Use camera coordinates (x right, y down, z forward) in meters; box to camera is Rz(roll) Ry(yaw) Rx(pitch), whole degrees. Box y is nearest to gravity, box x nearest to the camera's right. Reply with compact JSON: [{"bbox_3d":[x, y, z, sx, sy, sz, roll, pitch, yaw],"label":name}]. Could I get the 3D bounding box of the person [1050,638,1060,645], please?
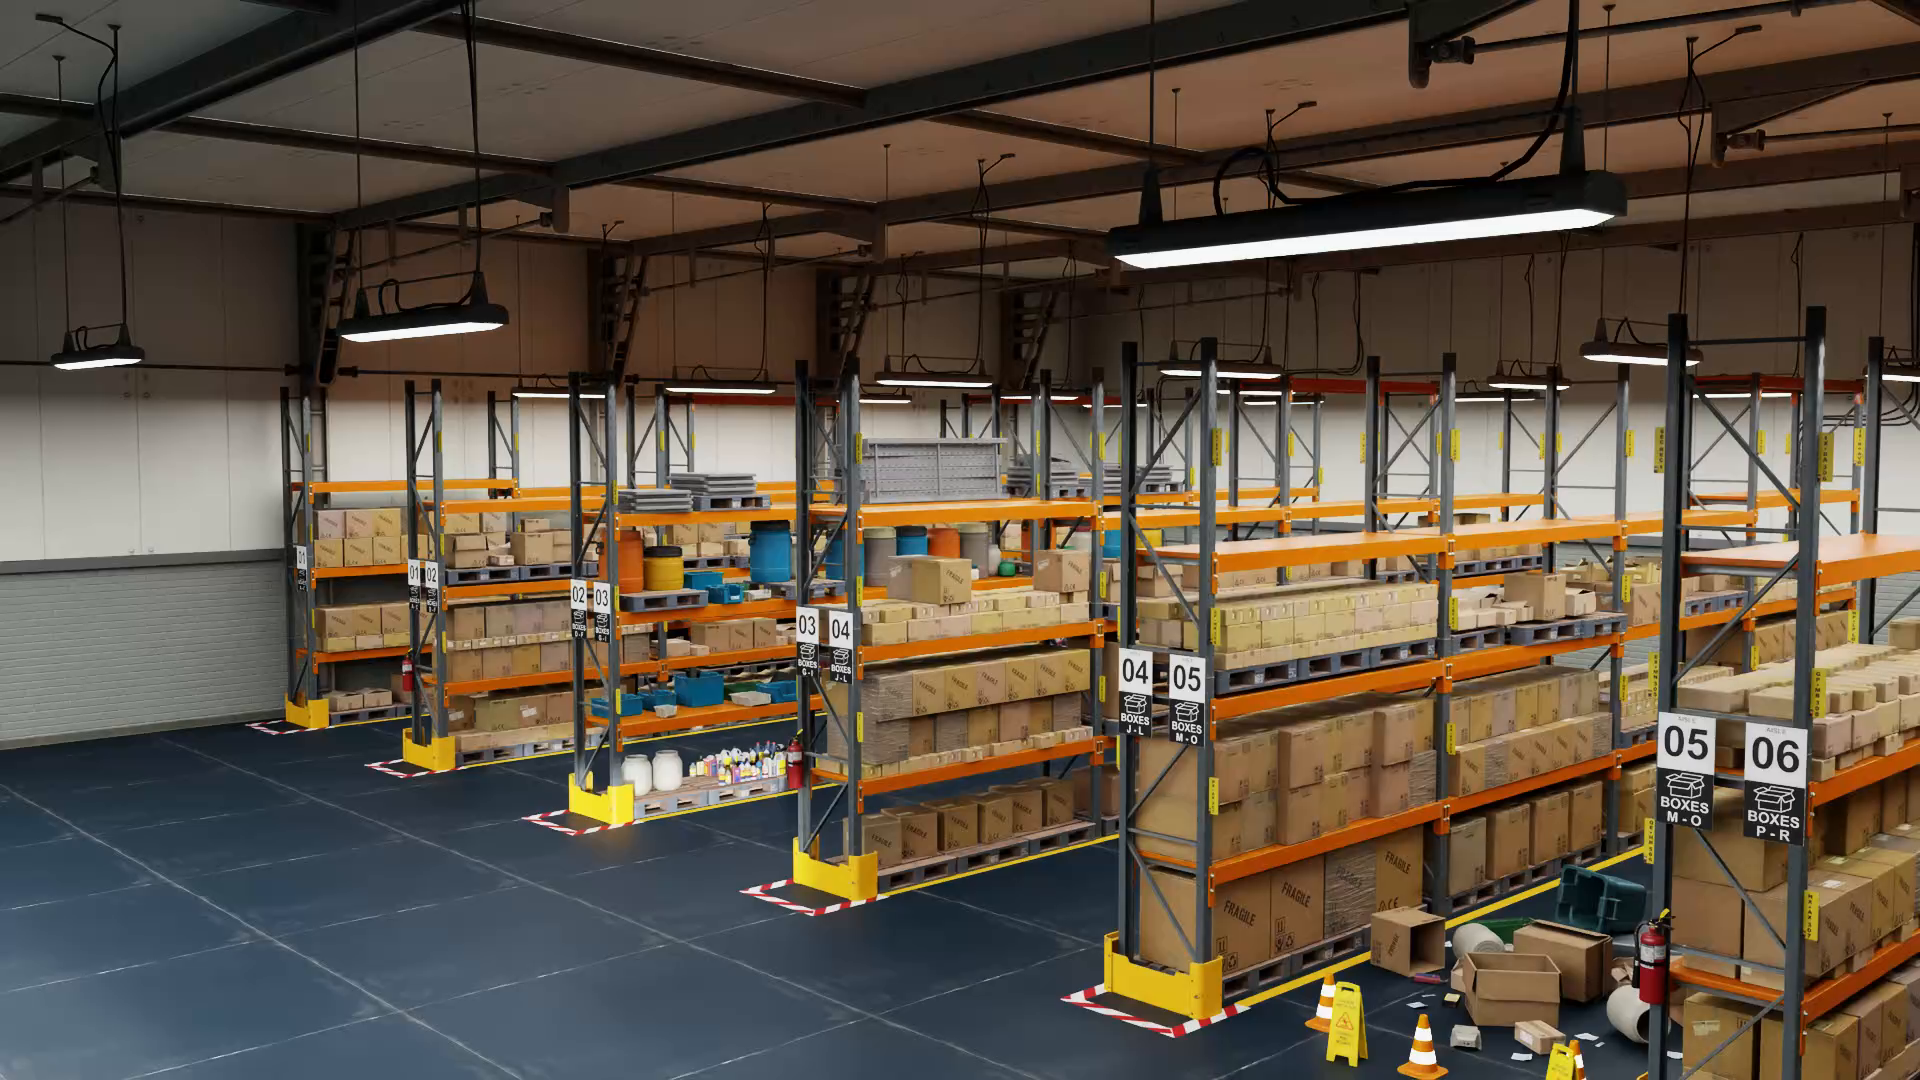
[{"bbox_3d":[1.764,2.351,30.921,0.694,1.768,0.590,-3,5,-37],"label":"person"}]
